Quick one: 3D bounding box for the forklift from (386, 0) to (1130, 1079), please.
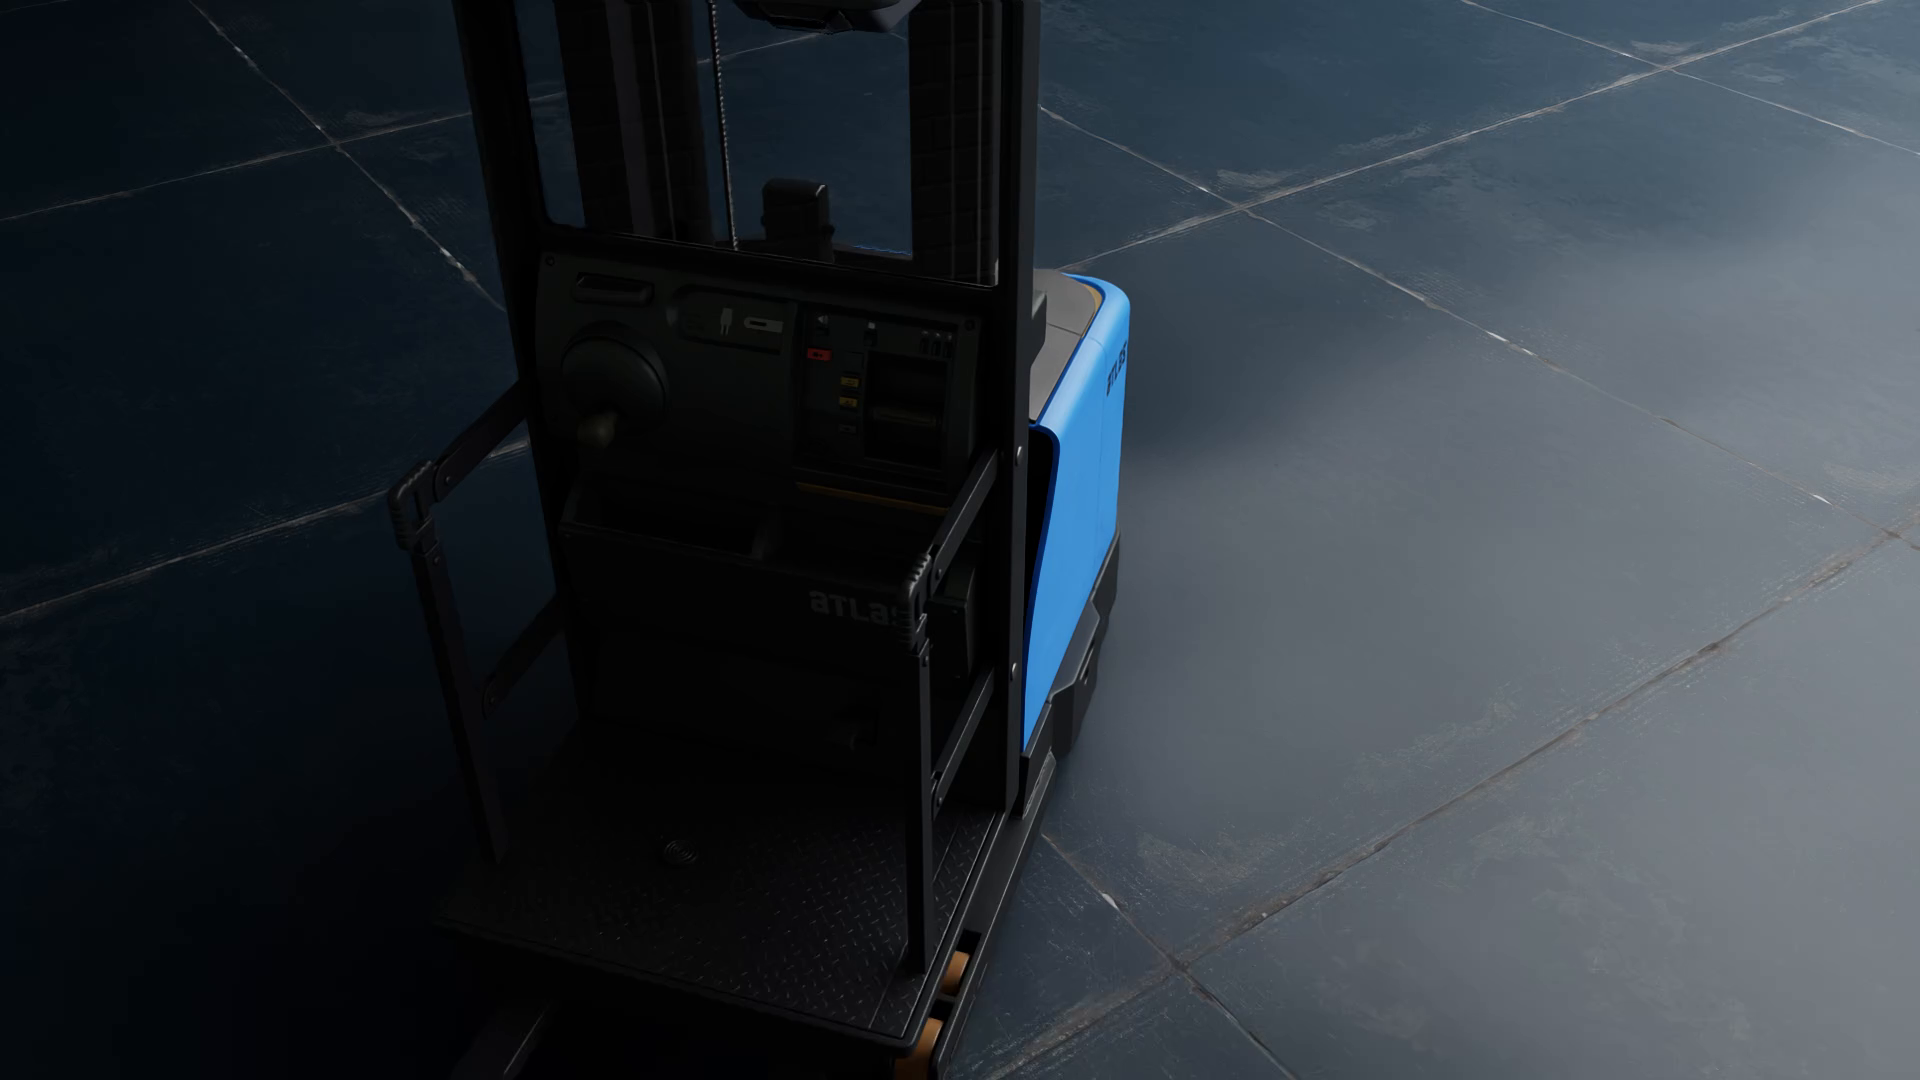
[{"bbox_3d":[-0.472,-0.263,3.106,1.130,2.935,3.031,10,37,14],"label":"forklift"}]
